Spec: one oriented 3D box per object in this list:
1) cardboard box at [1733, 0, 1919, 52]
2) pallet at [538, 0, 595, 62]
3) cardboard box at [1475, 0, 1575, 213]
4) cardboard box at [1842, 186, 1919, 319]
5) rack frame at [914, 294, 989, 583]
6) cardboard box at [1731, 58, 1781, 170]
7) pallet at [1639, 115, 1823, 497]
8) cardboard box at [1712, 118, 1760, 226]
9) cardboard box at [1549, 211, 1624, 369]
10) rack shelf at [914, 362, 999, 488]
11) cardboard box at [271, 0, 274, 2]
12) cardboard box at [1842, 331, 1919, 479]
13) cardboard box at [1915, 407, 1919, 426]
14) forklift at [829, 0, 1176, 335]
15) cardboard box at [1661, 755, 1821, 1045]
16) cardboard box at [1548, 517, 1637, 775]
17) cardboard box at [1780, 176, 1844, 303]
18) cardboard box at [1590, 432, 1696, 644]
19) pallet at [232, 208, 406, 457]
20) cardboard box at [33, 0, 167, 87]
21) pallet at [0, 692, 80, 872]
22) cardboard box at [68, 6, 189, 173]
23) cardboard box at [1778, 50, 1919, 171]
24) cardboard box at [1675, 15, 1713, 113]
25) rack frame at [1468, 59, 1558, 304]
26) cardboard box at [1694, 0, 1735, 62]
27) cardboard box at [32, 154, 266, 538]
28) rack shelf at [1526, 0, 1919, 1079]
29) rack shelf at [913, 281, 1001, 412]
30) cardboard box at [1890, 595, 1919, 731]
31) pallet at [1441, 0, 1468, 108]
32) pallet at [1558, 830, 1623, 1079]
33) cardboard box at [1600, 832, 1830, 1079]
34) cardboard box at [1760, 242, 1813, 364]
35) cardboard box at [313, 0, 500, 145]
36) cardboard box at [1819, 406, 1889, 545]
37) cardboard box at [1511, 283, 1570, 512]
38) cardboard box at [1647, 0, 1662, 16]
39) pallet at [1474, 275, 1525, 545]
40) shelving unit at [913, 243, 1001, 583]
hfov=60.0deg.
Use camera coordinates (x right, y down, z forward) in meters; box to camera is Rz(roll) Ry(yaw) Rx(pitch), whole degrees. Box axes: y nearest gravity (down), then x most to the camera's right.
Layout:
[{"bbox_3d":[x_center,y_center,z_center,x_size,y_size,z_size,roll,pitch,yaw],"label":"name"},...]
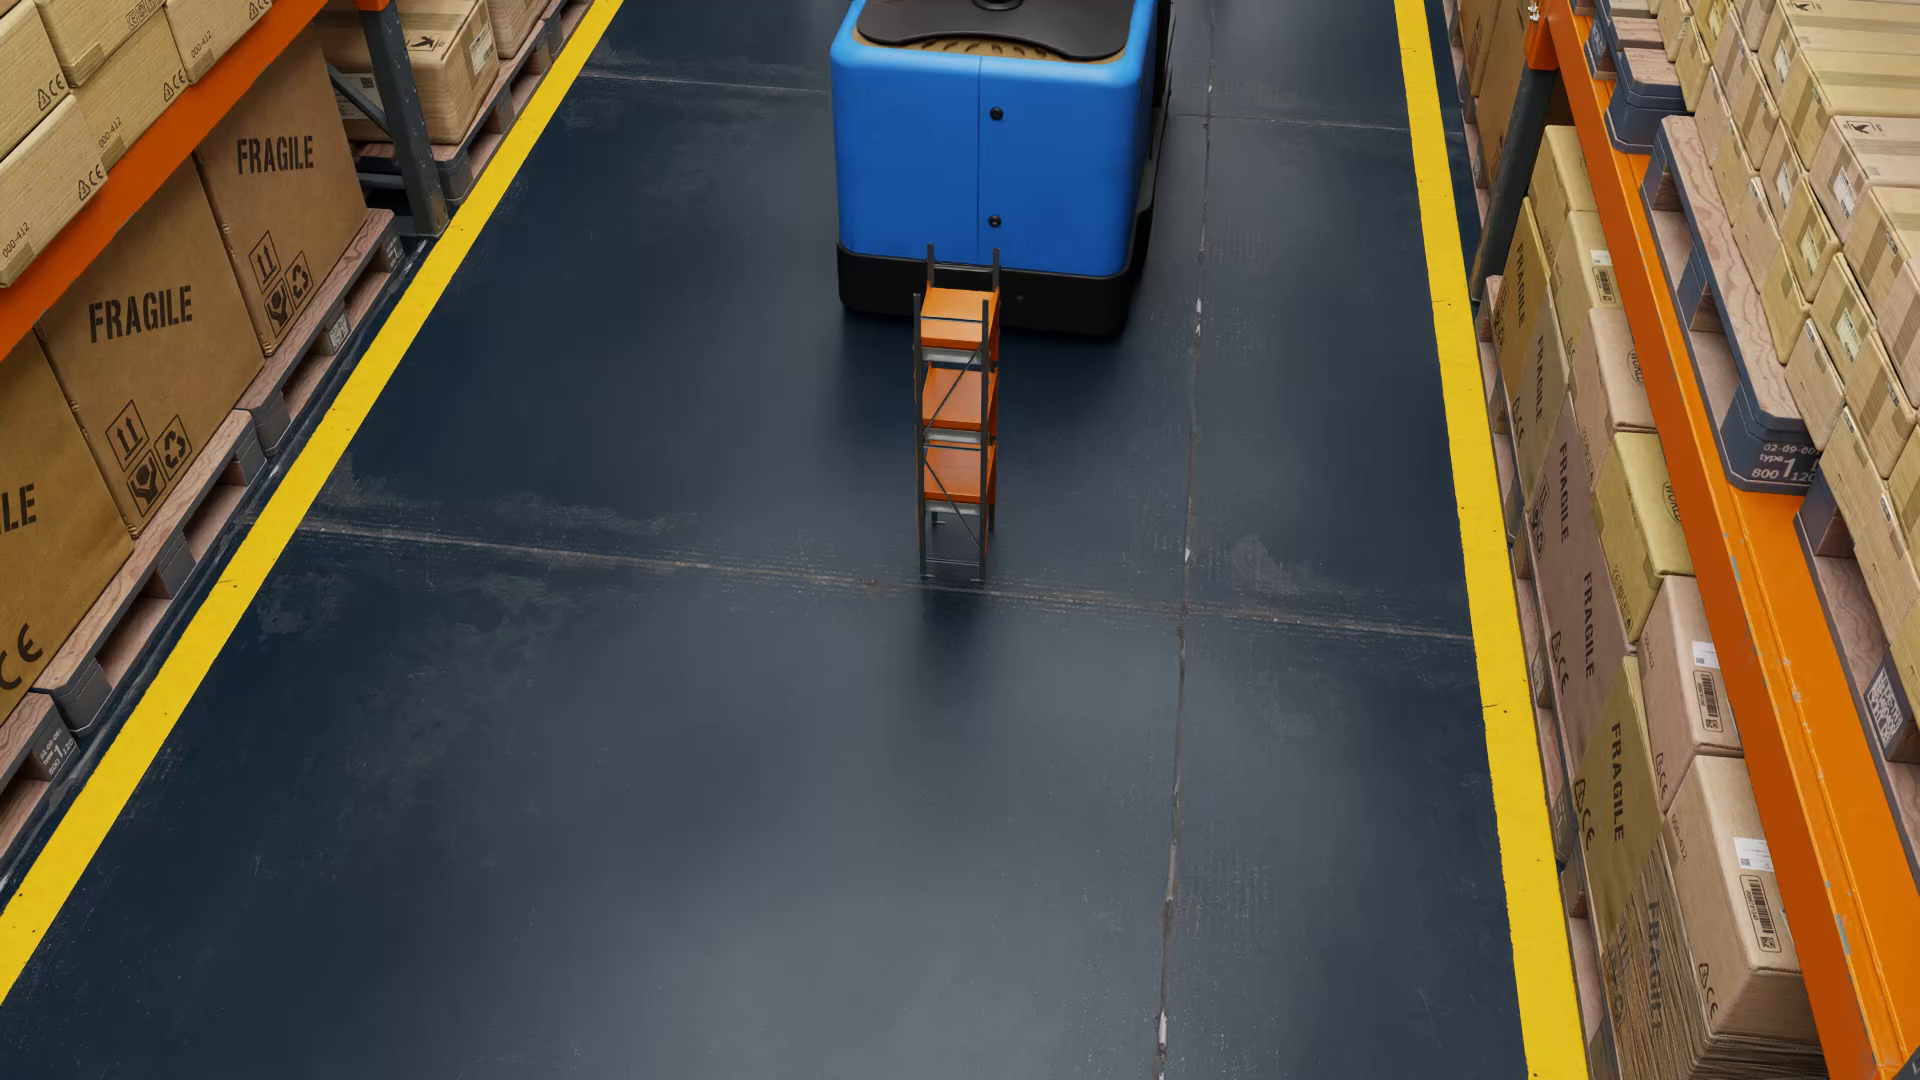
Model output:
[{"bbox_3d":[2.010,-1.229,3.811,0.380,0.149,0.250,7,44,7],"label":"cardboard box"},{"bbox_3d":[-2.249,-2.694,7.942,1.003,0.211,1.213,5,44,6],"label":"pallet"},{"bbox_3d":[2.572,-1.707,6.202,1.050,0.750,0.750,5,44,5],"label":"cardboard box"},{"bbox_3d":[1.875,-0.512,3.054,0.380,0.149,0.250,4,44,4],"label":"cardboard box"},{"bbox_3d":[-0.023,-0.262,4.763,0.200,1.050,0.008,5,44,6],"label":"rack frame"},{"bbox_3d":[1.971,-0.945,3.727,0.380,0.149,0.250,5,44,5],"label":"cardboard box"},{"bbox_3d":[2.182,-0.542,3.780,1.003,0.211,1.213,5,44,6],"label":"pallet"},{"bbox_3d":[1.970,-0.835,3.828,0.380,0.149,0.250,6,44,6],"label":"cardboard box"},{"bbox_3d":[2.005,-0.688,4.762,0.500,0.250,0.500,5,44,5],"label":"cardboard box"},{"bbox_3d":[-0.007,-0.337,4.858,0.215,0.259,0.240,5,44,6],"label":"rack shelf"},{"bbox_3d":[-2.327,-1.923,5.208,0.500,0.250,0.500,4,44,4],"label":"cardboard box"},{"bbox_3d":[1.832,-0.232,2.974,0.380,0.149,0.250,4,44,4],"label":"cardboard box"},{"bbox_3d":[1.804,-0.166,2.688,0.380,0.149,0.250,4,44,4],"label":"cardboard box"},{"bbox_3d":[0.313,-2.816,6.093,1.130,2.935,3.031,7,44,7],"label":"forklift"},{"bbox_3d":[1.722,0.714,3.282,0.500,0.250,0.500,4,44,4],"label":"cardboard box"},{"bbox_3d":[1.862,0.291,4.274,0.500,0.500,0.500,4,44,5],"label":"cardboard box"},{"bbox_3d":[1.901,-0.596,3.358,0.380,0.149,0.250,5,44,6],"label":"cardboard box"},{"bbox_3d":[1.859,0.003,4.032,0.500,0.250,0.500,3,44,4],"label":"cardboard box"},{"bbox_3d":[-2.696,-0.803,5.944,1.003,0.211,1.213,5,44,6],"label":"pallet"},{"bbox_3d":[-2.441,-1.419,4.312,0.500,0.250,0.500,4,44,4],"label":"cardboard box"},{"bbox_3d":[-3.019,0.860,4.188,1.003,0.211,1.213,5,44,6],"label":"pallet"},{"bbox_3d":[-2.461,-1.232,4.478,0.500,0.250,0.500,5,44,5],"label":"cardboard box"},{"bbox_3d":[1.941,-0.879,3.441,0.380,0.149,0.250,5,44,5],"label":"cardboard box"},{"bbox_3d":[2.039,-1.188,4.201,0.380,0.149,0.250,7,44,7],"label":"cardboard box"},{"bbox_3d":[2.403,-1.964,5.143,1.000,3.000,0.127,5,44,6],"label":"rack frame"},{"bbox_3d":[2.041,-1.283,4.085,0.380,0.149,0.250,5,44,6],"label":"cardboard box"},{"bbox_3d":[-2.813,-0.656,5.001,0.875,0.875,0.875,6,44,6],"label":"cardboard box"},{"bbox_3d":[2.138,-0.340,3.951,1.077,0.370,4.000,5,44,6],"label":"rack shelf"},{"bbox_3d":[-0.007,-0.543,4.663,0.215,0.259,0.240,5,44,6],"label":"rack shelf"},{"bbox_3d":[1.764,0.235,2.698,0.380,0.149,0.250,5,44,6],"label":"cardboard box"},{"bbox_3d":[2.745,-2.311,7.538,1.003,0.211,1.213,5,44,6],"label":"pallet"},{"bbox_3d":[1.975,1.243,3.783,1.003,0.211,1.213,5,44,6],"label":"pallet"},{"bbox_3d":[1.722,0.989,3.536,0.500,0.500,0.500,4,44,5],"label":"cardboard box"},{"bbox_3d":[1.899,-0.476,3.449,0.380,0.149,0.250,7,44,7],"label":"cardboard box"},{"bbox_3d":[-2.433,-1.928,6.710,0.950,0.372,0.625,3,43,3],"label":"cardboard box"},{"bbox_3d":[1.832,-0.106,3.057,0.380,0.149,0.250,3,44,3],"label":"cardboard box"},{"bbox_3d":[1.993,-0.407,5.011,0.500,0.500,0.500,6,44,6],"label":"cardboard box"},{"bbox_3d":[2.108,-1.556,4.589,0.380,0.149,0.250,7,44,8],"label":"cardboard box"},{"bbox_3d":[2.298,-0.419,5.539,1.003,0.211,1.213,5,44,6],"label":"pallet"},{"bbox_3d":[-0.007,-0.345,4.851,0.215,1.050,0.252,5,44,6],"label":"shelving unit"}]
